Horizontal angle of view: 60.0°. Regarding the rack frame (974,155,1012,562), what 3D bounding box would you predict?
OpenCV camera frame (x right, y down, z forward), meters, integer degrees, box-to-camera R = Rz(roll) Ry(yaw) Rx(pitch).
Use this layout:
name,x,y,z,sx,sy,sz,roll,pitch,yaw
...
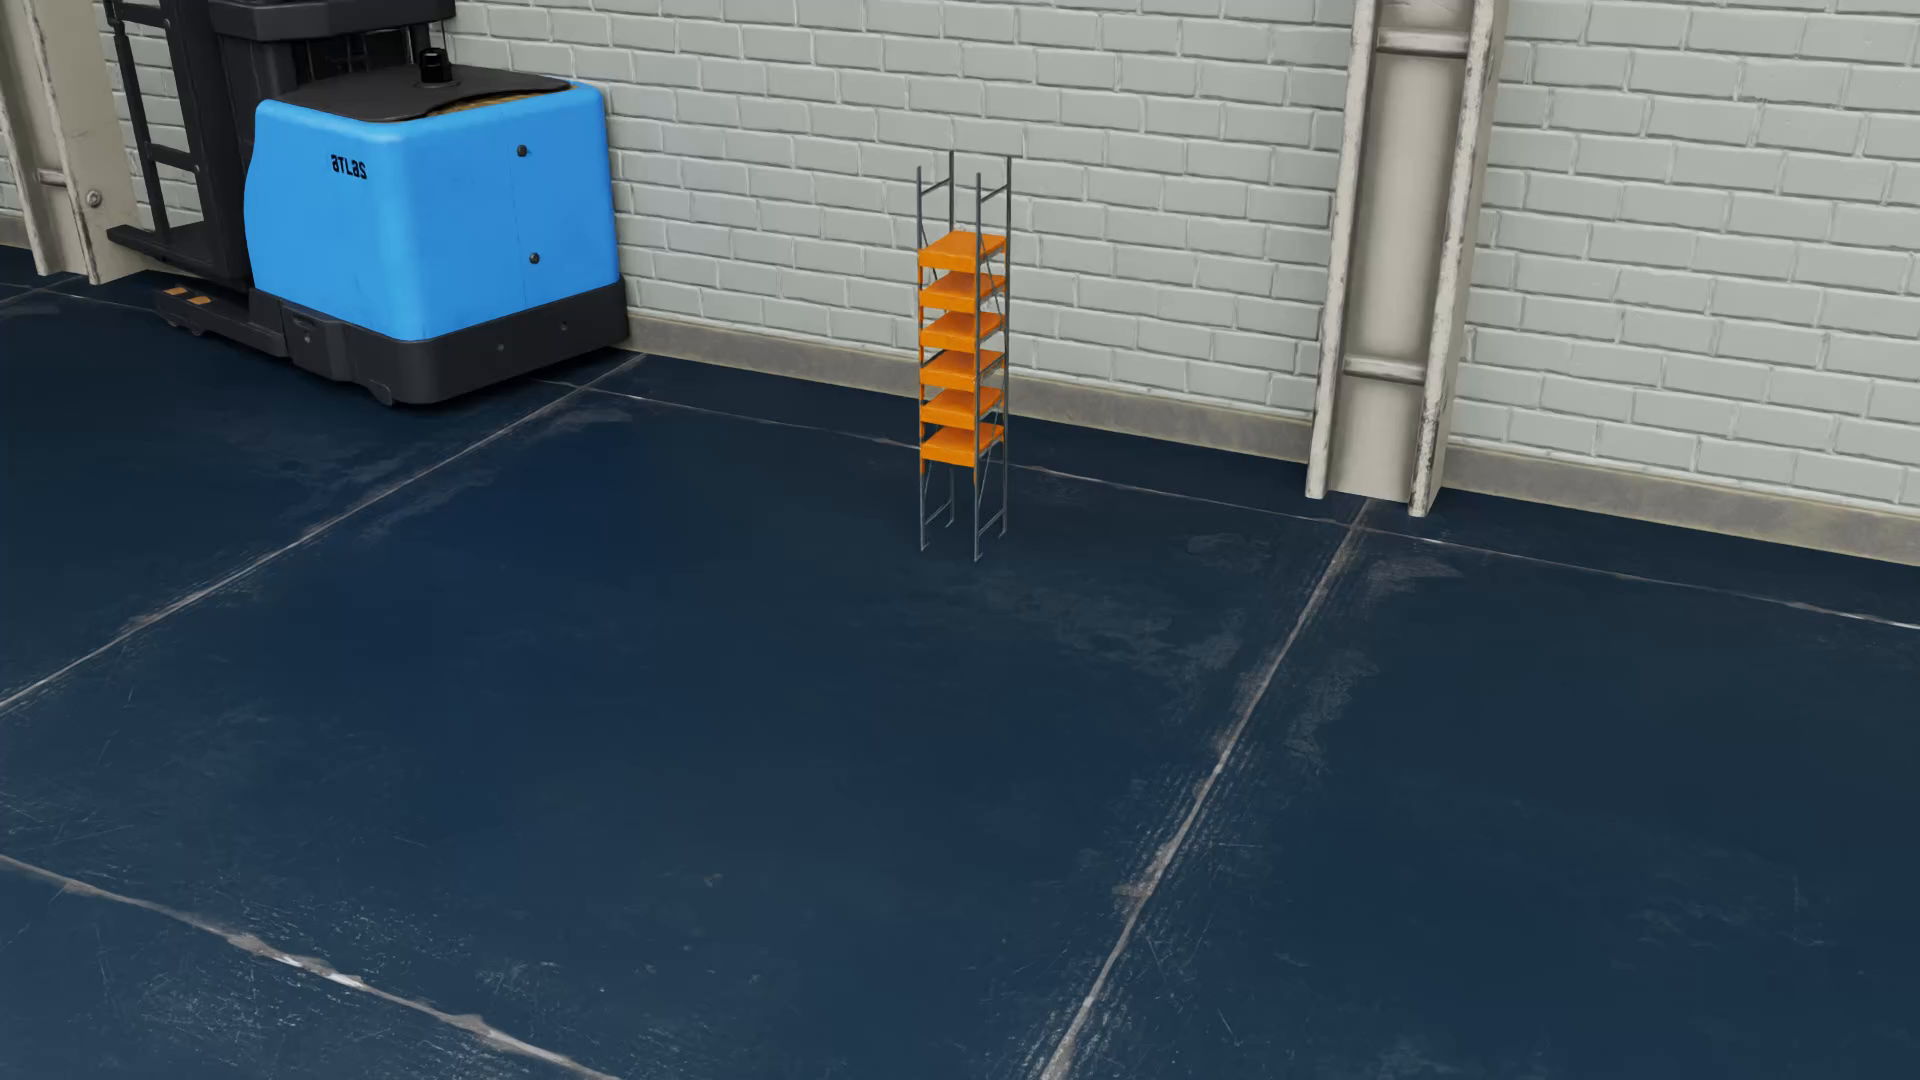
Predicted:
name,x,y,z,sx,sy,sz,roll,pitch,yaw
rack frame,0.096,-0.519,4.946,0.006,1.200,0.240,11,28,22

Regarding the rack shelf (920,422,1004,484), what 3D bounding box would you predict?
name,x,y,z,sx,sy,sz,roll,pitch,yaw
rack shelf,0.013,-0.280,5.105,0.180,0.103,0.258,11,28,22

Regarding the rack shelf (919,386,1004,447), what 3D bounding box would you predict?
name,x,y,z,sx,sy,sz,roll,pitch,yaw
rack shelf,0.013,-0.388,5.052,0.180,0.103,0.258,11,28,22

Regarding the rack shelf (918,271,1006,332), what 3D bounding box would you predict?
name,x,y,z,sx,sy,sz,roll,pitch,yaw
rack shelf,0.013,-0.711,4.893,0.180,0.103,0.258,11,28,22

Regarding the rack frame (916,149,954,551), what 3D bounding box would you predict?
name,x,y,z,sx,sy,sz,roll,pitch,yaw
rack frame,-0.070,-0.552,5.014,0.006,1.200,0.240,11,28,22

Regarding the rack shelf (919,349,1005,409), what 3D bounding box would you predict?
name,x,y,z,sx,sy,sz,roll,pitch,yaw
rack shelf,0.013,-0.496,4.999,0.180,0.103,0.258,11,28,22

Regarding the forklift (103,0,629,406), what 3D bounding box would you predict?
name,x,y,z,sx,sy,sz,roll,pitch,yaw
forklift,-2.808,-2.331,6.667,3.031,2.935,1.130,20,32,35

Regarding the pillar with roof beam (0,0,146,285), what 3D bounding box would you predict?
name,x,y,z,sx,sy,sz,roll,pitch,yaw
pillar with roof beam,-5.851,-3.573,2.320,0.400,9.000,9.100,11,28,22

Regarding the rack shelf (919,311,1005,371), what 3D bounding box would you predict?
name,x,y,z,sx,sy,sz,roll,pitch,yaw
rack shelf,0.013,-0.603,4.946,0.180,0.103,0.258,11,28,22

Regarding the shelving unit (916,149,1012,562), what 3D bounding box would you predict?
name,x,y,z,sx,sy,sz,roll,pitch,yaw
shelving unit,0.013,-0.536,4.980,0.189,1.200,0.258,11,28,22

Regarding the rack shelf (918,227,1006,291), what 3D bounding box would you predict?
name,x,y,z,sx,sy,sz,roll,pitch,yaw
rack shelf,0.013,-0.819,4.840,0.180,0.103,0.258,11,28,22
